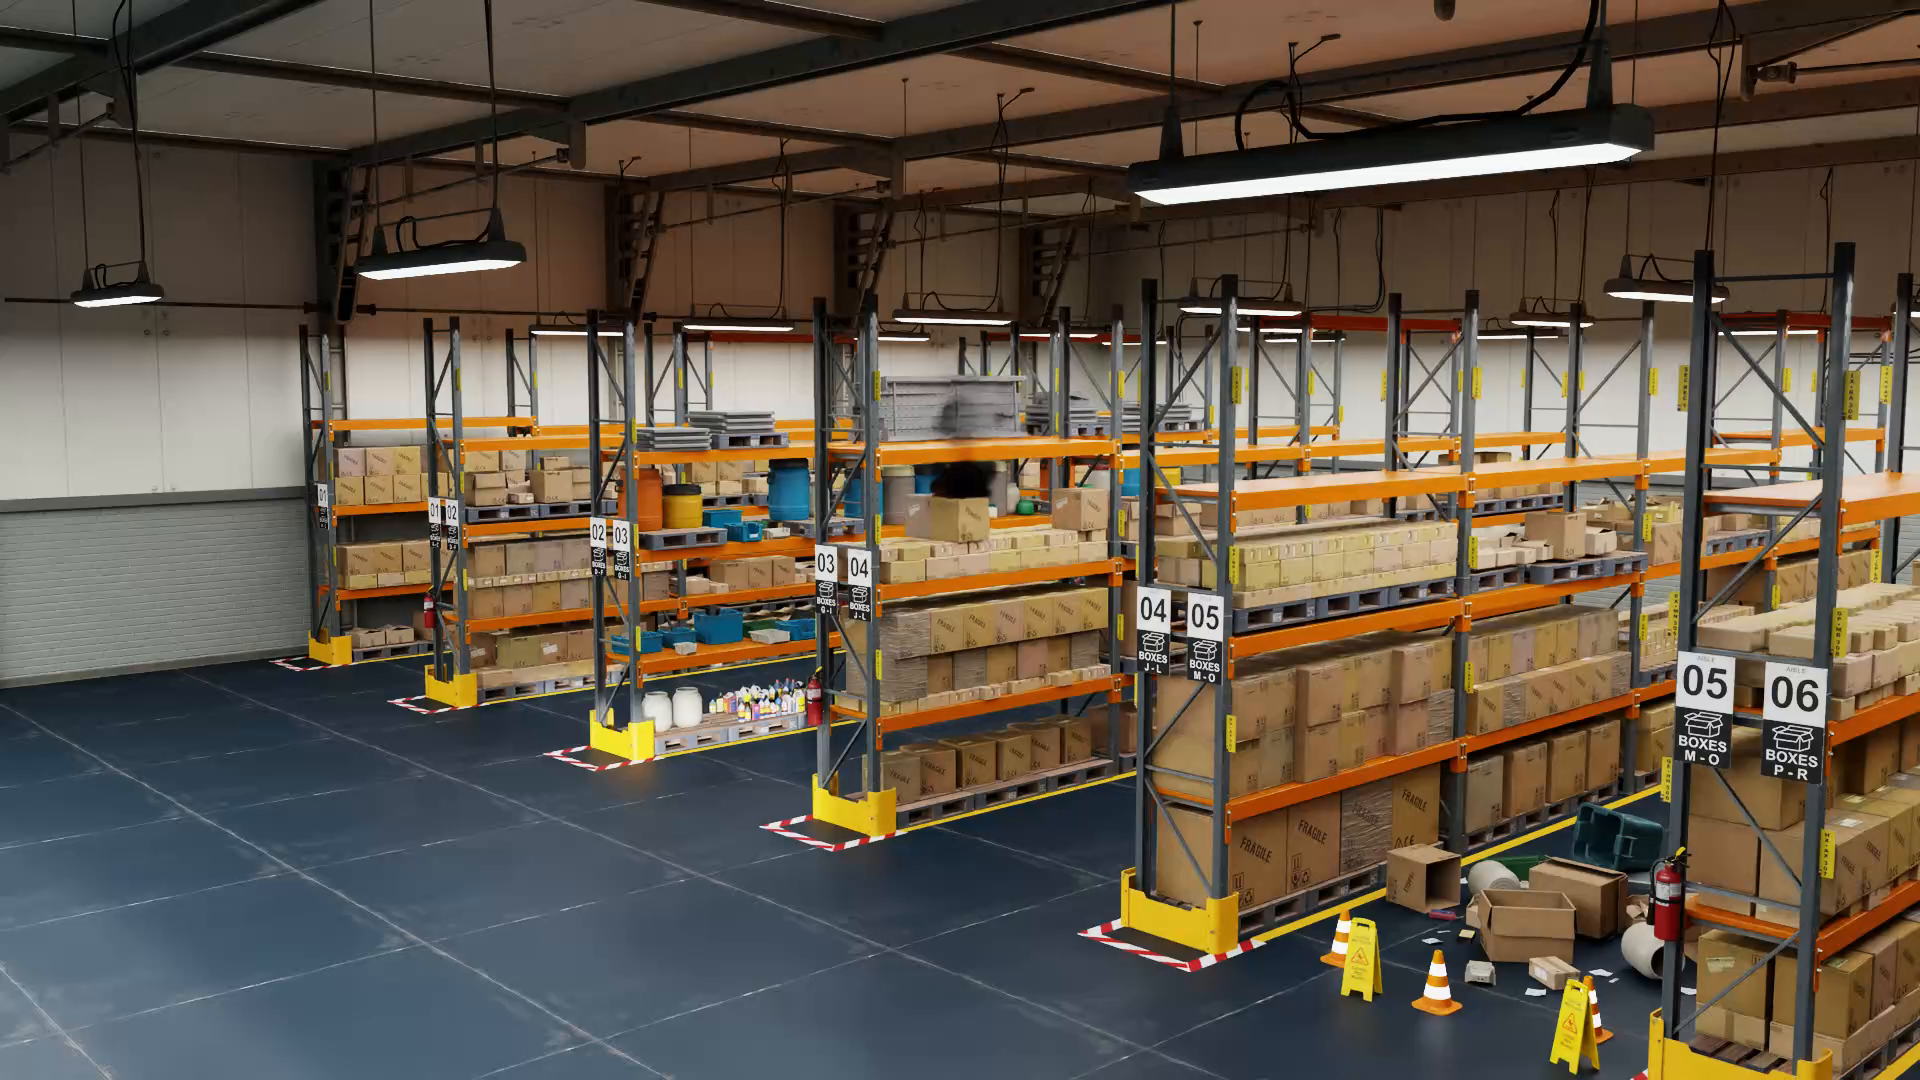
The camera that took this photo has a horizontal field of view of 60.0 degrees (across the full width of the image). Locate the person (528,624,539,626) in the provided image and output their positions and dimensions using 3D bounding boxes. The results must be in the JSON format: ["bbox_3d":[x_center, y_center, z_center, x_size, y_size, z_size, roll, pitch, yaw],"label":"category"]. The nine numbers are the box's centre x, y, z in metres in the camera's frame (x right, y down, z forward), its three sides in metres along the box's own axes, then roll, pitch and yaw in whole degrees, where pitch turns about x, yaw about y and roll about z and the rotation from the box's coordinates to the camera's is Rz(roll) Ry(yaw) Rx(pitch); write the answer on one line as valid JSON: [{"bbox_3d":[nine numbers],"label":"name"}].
[{"bbox_3d":[-7.438,1.475,28.879,0.543,1.567,0.530,5,8,41],"label":"person"}]
